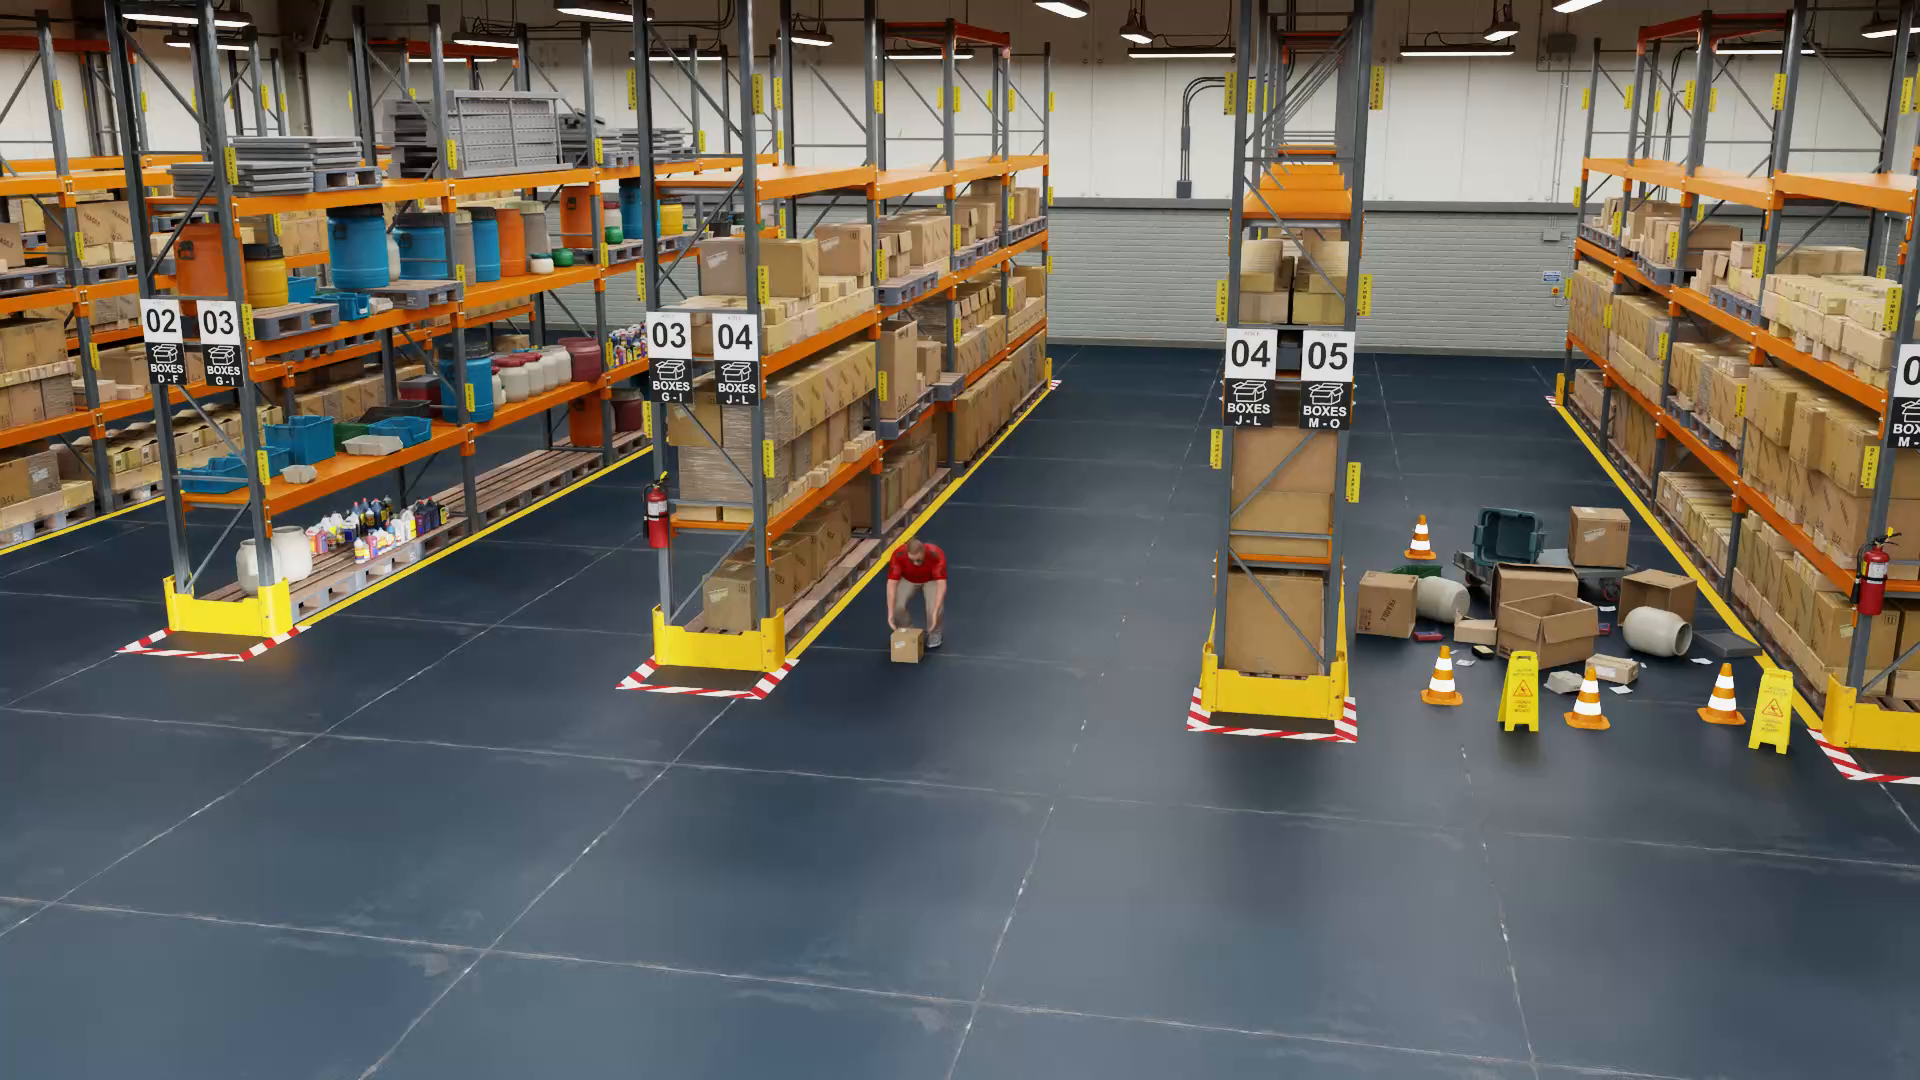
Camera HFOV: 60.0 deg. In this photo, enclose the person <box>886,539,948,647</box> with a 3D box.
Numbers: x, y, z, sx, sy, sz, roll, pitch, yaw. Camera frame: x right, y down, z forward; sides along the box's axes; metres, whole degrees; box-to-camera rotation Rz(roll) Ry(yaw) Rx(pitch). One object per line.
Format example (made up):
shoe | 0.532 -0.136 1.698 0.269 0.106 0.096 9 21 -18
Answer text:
person | -0.367 0.455 15.522 0.574 1.114 0.830 3 15 11
